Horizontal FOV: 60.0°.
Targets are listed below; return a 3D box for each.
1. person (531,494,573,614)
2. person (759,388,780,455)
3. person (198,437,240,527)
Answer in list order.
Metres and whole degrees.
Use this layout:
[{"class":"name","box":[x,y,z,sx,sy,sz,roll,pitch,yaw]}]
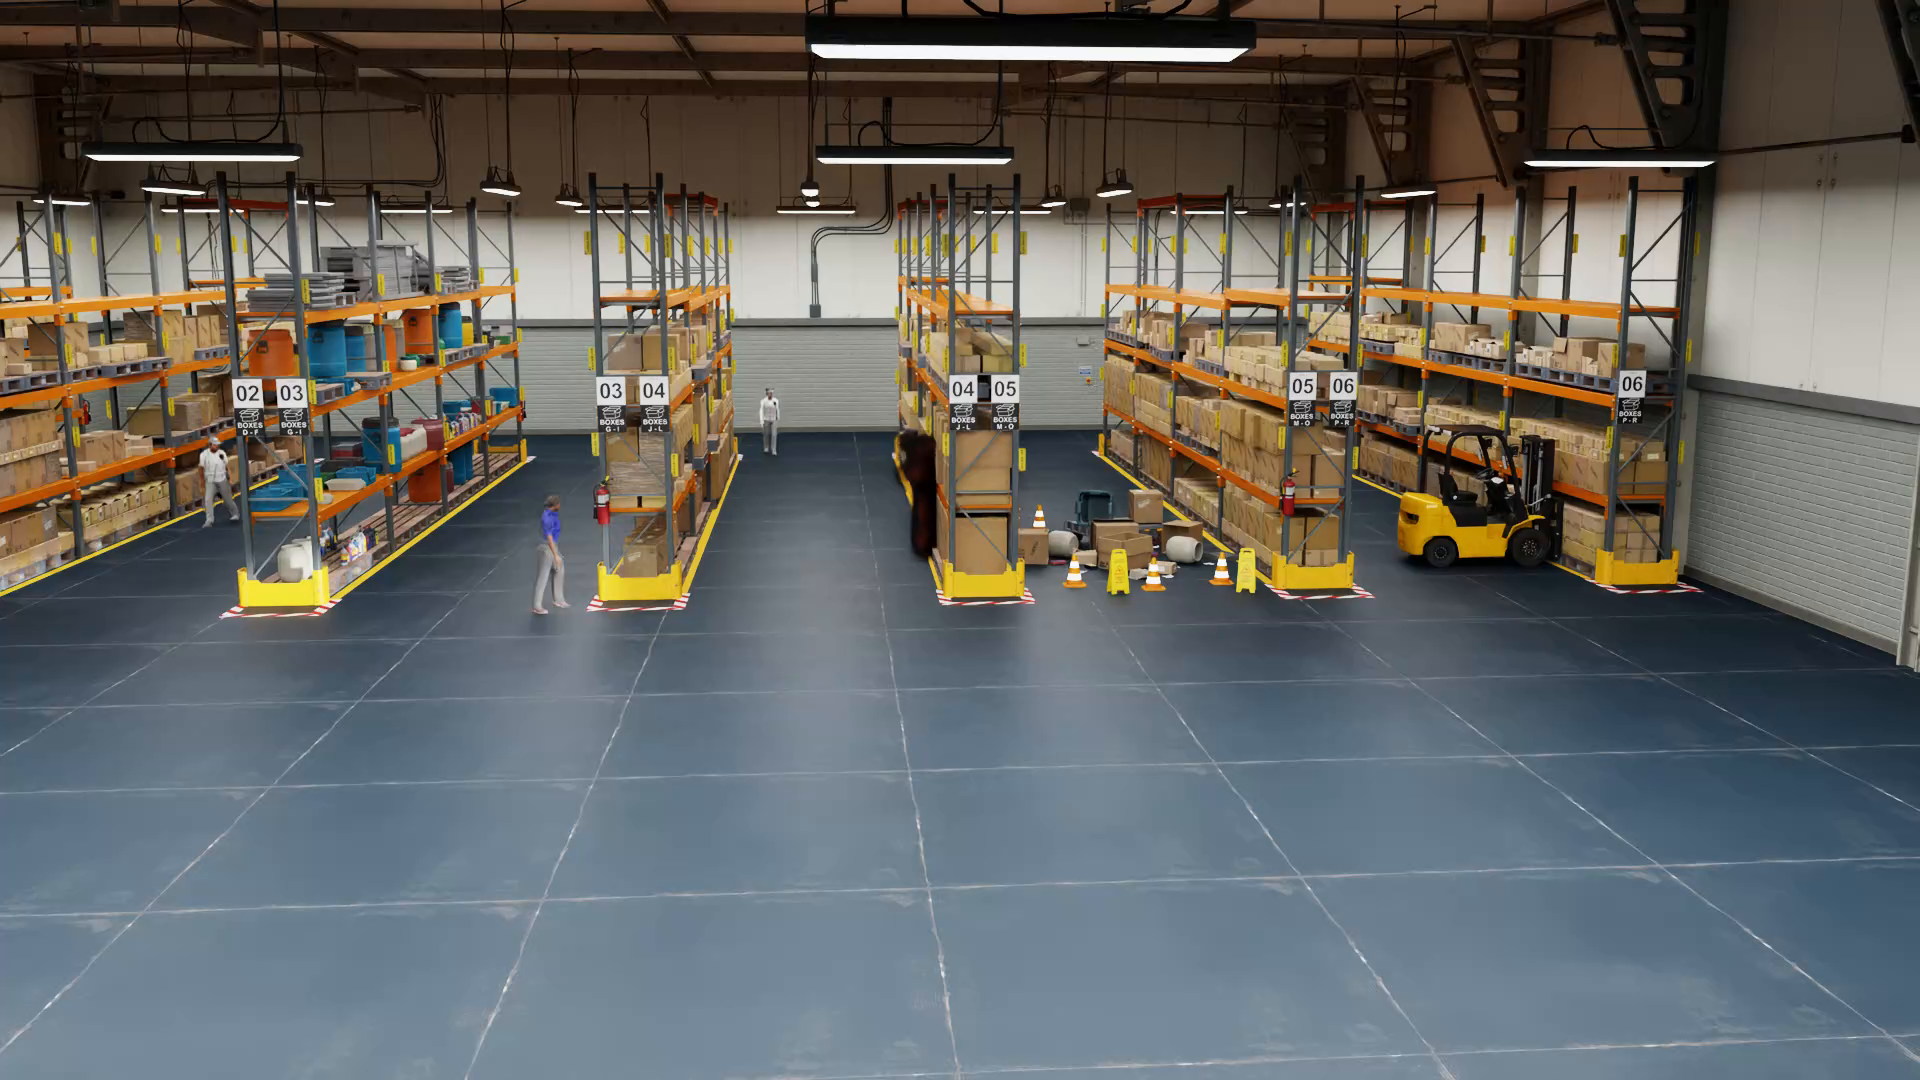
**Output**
[{"class":"person","box":[-5.693,0.255,23.044,0.492,1.562,0.632,0,10,0]},{"class":"person","box":[-4.609,-2.888,40.309,0.510,1.620,0.959,-2,10,-11]},{"class":"person","box":[-13.442,-1.068,30.074,0.583,1.618,0.957,0,10,-1]}]
